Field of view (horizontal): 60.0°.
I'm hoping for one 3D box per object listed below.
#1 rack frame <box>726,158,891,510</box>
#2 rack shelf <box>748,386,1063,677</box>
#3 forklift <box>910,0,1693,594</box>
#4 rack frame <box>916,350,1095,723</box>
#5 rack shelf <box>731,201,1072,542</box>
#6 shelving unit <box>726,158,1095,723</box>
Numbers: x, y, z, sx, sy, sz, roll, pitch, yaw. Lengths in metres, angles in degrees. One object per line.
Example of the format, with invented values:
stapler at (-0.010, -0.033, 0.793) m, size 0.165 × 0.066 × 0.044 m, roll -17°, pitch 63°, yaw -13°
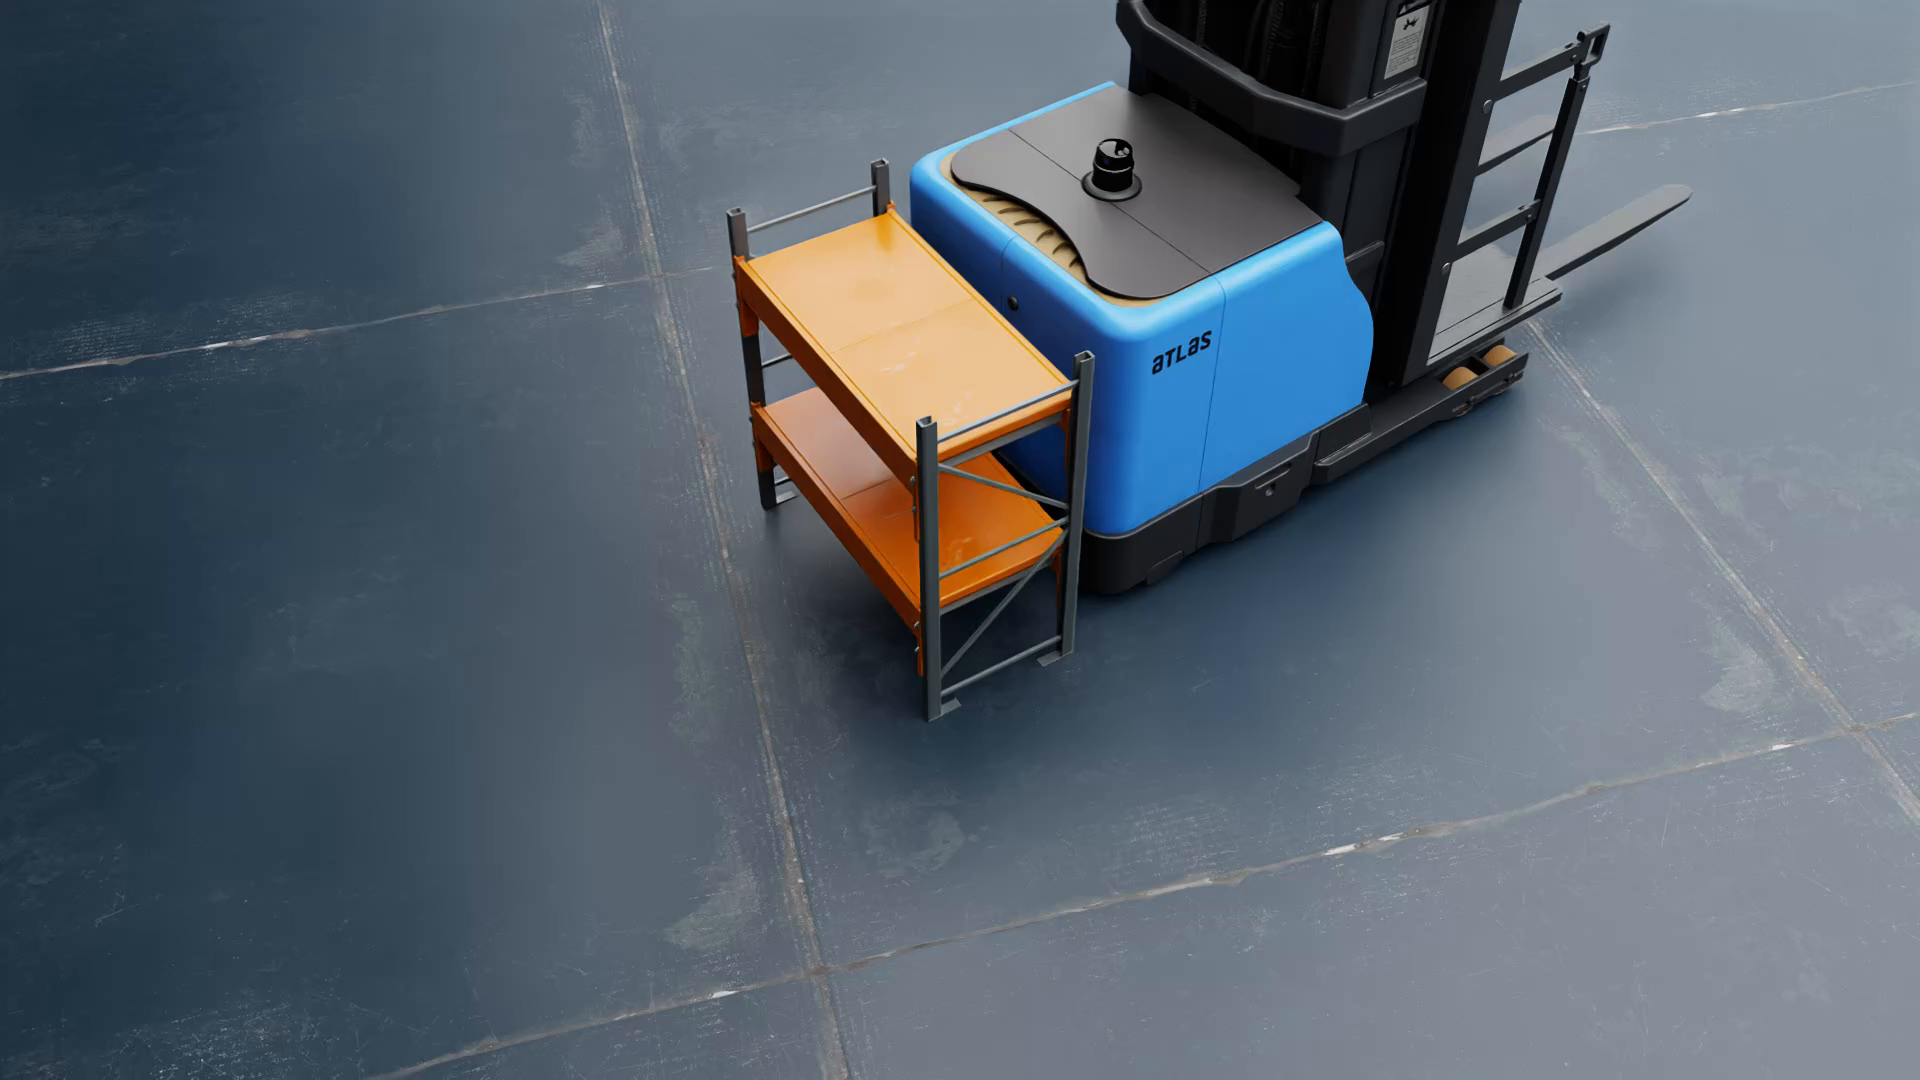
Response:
rack frame at (-0.421, -0.593, 5.044) m, size 0.500 × 1.125 × 0.032 m, roll -24°, pitch 50°, yaw -22°
rack shelf at (-0.153, -0.113, 4.916) m, size 0.538 × 0.278 × 1.000 m, roll -24°, pitch 50°, yaw -22°
forklift at (1.326, -1.724, 4.888) m, size 3.031 × 2.935 × 1.130 m, roll -28°, pitch 52°, yaw -25°
rack frame at (0.114, 0.024, 4.439) m, size 0.500 × 1.125 × 0.032 m, roll -24°, pitch 50°, yaw -22°
rack shelf at (-0.153, -0.489, 4.532) m, size 0.538 × 0.278 × 1.000 m, roll -24°, pitch 50°, yaw -22°
shelving unit at (-0.153, -0.284, 4.741) m, size 0.538 × 1.125 × 1.048 m, roll -24°, pitch 50°, yaw -22°
